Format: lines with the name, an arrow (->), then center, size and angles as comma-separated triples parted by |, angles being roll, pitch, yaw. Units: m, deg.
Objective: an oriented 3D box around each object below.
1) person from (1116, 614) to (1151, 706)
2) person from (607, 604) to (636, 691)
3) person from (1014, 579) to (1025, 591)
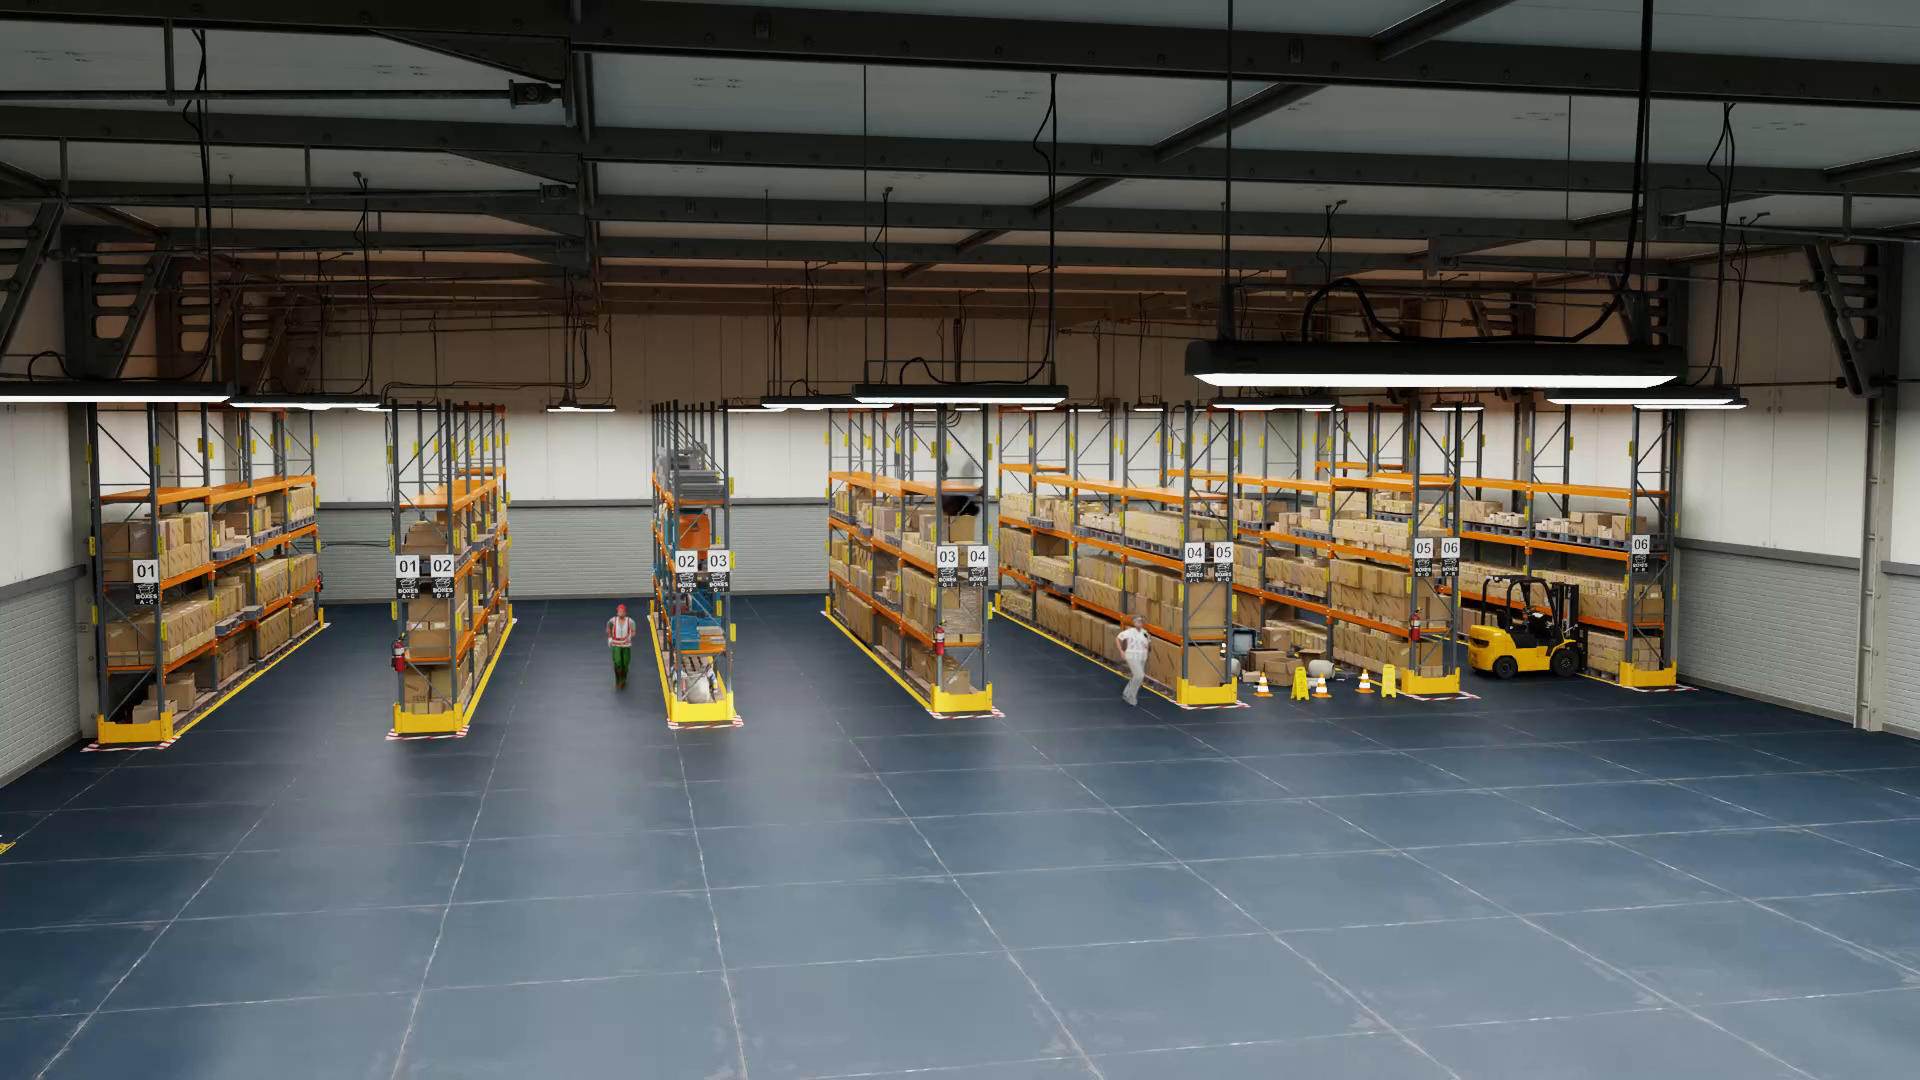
person -> 3.498, 2.386, 32.952 | 0.667, 1.834, 0.644 | -4, 6, -40
person -> -7.042, 2.235, 34.677 | 0.570, 1.808, 0.862 | -1, 5, -17
person -> 1.889, 1.103, 49.709 | 0.831, 1.742, 0.705 | -1, 4, -15
